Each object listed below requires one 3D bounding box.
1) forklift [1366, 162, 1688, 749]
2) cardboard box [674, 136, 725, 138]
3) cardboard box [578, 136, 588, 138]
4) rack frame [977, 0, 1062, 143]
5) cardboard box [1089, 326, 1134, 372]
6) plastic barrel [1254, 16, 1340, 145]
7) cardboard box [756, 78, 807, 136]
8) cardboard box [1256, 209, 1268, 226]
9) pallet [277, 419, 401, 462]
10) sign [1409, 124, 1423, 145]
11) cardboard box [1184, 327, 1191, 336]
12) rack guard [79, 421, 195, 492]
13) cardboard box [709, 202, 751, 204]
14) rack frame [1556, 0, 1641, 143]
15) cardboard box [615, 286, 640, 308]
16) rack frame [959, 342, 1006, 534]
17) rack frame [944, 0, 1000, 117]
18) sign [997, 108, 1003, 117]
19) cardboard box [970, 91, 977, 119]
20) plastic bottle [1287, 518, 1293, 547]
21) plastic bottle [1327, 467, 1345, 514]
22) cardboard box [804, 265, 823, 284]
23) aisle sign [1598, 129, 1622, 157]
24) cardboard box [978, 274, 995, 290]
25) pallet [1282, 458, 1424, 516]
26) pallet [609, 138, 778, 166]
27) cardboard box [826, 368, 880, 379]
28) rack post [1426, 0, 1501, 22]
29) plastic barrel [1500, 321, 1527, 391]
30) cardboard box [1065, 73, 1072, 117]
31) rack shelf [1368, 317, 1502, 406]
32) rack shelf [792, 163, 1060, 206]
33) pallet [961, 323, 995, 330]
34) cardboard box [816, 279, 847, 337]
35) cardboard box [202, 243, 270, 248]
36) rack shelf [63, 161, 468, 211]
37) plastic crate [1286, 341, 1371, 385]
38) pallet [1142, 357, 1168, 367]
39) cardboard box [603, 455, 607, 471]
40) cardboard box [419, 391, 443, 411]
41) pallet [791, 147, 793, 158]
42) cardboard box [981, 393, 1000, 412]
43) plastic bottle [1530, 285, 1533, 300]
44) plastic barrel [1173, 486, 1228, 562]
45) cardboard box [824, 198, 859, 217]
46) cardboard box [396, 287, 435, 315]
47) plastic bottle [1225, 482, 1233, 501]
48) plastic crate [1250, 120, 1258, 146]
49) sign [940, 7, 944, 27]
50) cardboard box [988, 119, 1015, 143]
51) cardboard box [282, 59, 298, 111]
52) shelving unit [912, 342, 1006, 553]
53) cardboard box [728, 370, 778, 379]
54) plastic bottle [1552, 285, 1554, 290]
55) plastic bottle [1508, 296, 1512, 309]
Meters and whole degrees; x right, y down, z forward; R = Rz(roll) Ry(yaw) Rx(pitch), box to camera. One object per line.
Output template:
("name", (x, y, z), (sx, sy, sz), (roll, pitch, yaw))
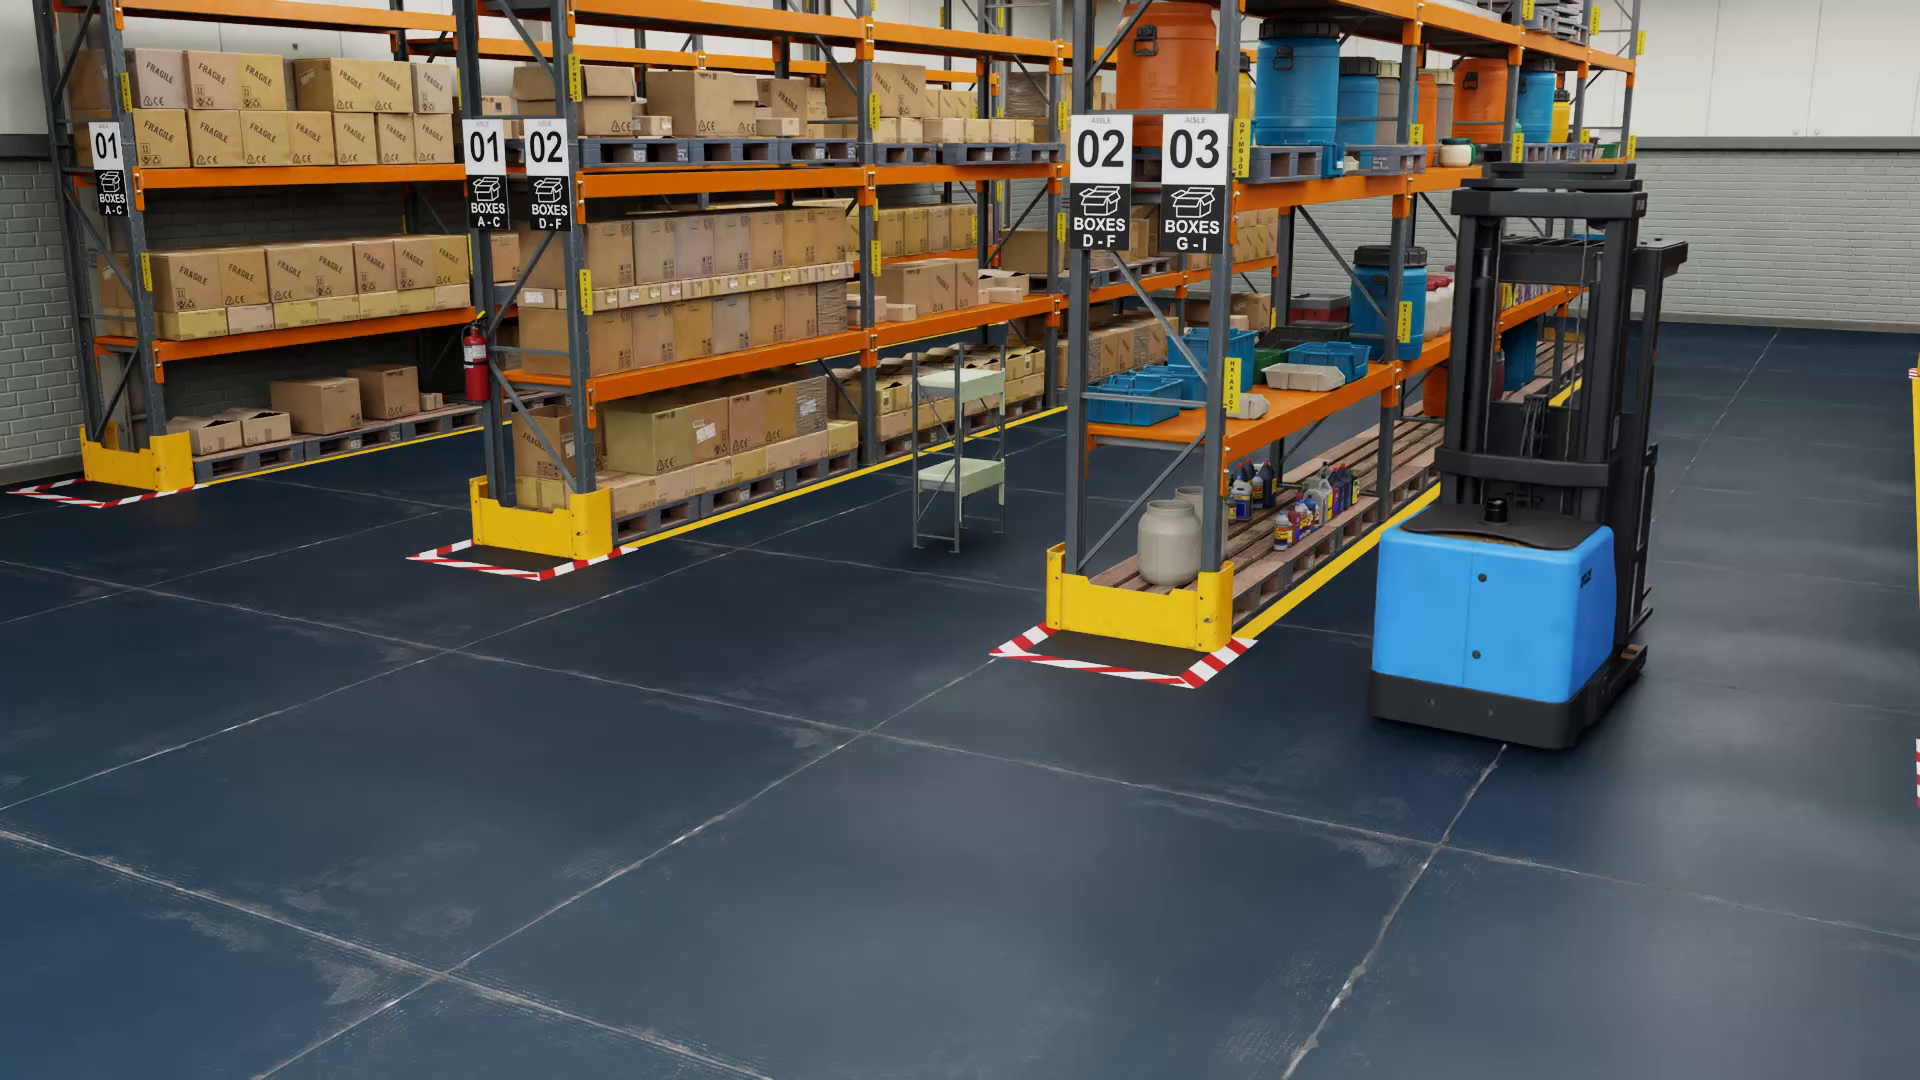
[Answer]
("forklift", (3.401, -0.658, 9.510), (1.130, 2.935, 3.031), (9, 16, 32))
("cardboard box", (-3.494, -5.434, 21.621), (0.700, 0.500, 0.500), (6, 15, 24))
("cardboard box", (-4.677, -4.856, 19.265), (0.500, 0.500, 0.500), (7, 15, 26))
("rack frame", (0.664, -5.965, 18.576), (1.000, 3.000, 0.127), (7, 15, 28))
("cardboard box", (1.877, -2.426, 21.093), (0.500, 0.500, 0.500), (7, 15, 26))
("plastic barrel", (2.490, -3.380, 12.288), (0.600, 0.901, 0.708), (7, 15, 28))
("cardboard box", (-1.744, -3.934, 15.142), (0.500, 0.500, 0.500), (9, 16, 33))
("cardboard box", (4.314, -4.998, 25.020), (0.500, 0.500, 0.500), (8, 16, 30))
("pallet", (-6.490, -1.040, 16.897), (1.003, 0.211, 1.213), (7, 15, 28))
("sign", (3.541, -3.064, 12.924), (0.100, 0.325, 0.005), (7, 15, 28))
("cardboard box", (2.990, -2.838, 23.202), (0.500, 0.311, 0.500), (7, 15, 28))
("rack guard", (-7.504, -0.768, 15.154), (1.175, 0.500, 0.348), (7, 15, 28))
("cardboard box", (-3.177, -4.510, 22.849), (0.500, 0.250, 0.500), (7, 15, 27))
("rack frame", (8.866, -7.044, 23.053), (1.000, 3.000, 0.127), (7, 15, 28))
("cardboard box", (-2.700, -1.882, 12.842), (0.380, 0.149, 0.250), (7, 15, 27))
("rack frame", (0.174, -0.803, 13.164), (0.400, 1.500, 0.023), (7, 15, 28))
("rack frame", (0.194, -8.167, 27.709), (1.000, 3.000, 0.127), (7, 15, 28))
("sign", (0.662, -7.036, 27.699), (0.100, 0.325, 0.005), (7, 15, 28))
("cardboard box", (0.079, -7.072, 27.178), (0.500, 0.500, 0.500), (7, 15, 28))
("plastic bottle", (2.331, -0.057, 11.901), (0.097, 0.201, 0.097), (0, 14, 0))
("plastic bottle", (2.913, -0.388, 12.956), (0.144, 0.351, 0.185), (7, 15, 25))
("cardboard box", (-1.459, -2.407, 15.022), (0.380, 0.149, 0.250), (7, 15, 26))
("aisle sign", (9.157, -5.373, 23.375), (0.394, 0.787, 0.004), (7, 15, 28))
("cardboard box", (0.062, -2.844, 18.620), (0.500, 0.311, 0.500), (7, 15, 27))
("pallet", (3.411, -0.476, 14.558), (1.003, 0.211, 1.213), (7, 15, 28))
("pallet", (-2.250, -3.216, 13.762), (1.003, 0.211, 1.213), (7, 15, 28))
("cardboard box", (-1.078, -1.591, 17.008), (0.500, 0.311, 0.500), (8, 16, 30))
("rack post", (3.942, -5.093, 14.534), (1.013, 1.000, 3.121), (7, 15, 28))
("plastic barrel", (6.312, -2.236, 19.491), (0.600, 0.901, 0.708), (7, 15, 28))
("cardboard box", (1.127, -5.235, 19.601), (0.500, 0.500, 0.500), (7, 15, 28))
("rack shelf", (4.032, -1.727, 15.331), (1.077, 0.370, 4.000), (7, 15, 28))
("rack shelf", (-0.302, -3.747, 17.310), (1.077, 0.370, 4.000), (7, 15, 28))
("pallet", (-0.124, -3.722, 28.022), (1.003, 0.211, 1.213), (7, 15, 28))
("cardboard box", (-1.478, -2.185, 15.483), (0.700, 0.500, 0.500), (7, 15, 27))
("cardboard box", (-7.001, -2.599, 16.090), (0.500, 0.500, 0.500), (7, 15, 27))
("rack shelf", (-6.574, -3.487, 16.231), (1.077, 0.370, 4.000), (7, 15, 28))
("plastic crate", (2.768, -1.336, 12.492), (0.499, 0.251, 0.616), (7, 15, 28))
("pallet", (2.238, -2.343, 22.300), (1.003, 0.211, 1.213), (7, 15, 28))
("cardboard box", (-2.971, -0.522, 13.771), (0.500, 0.250, 0.500), (7, 15, 28))
("cardboard box", (-5.840, -1.512, 18.011), (0.380, 0.166, 0.250), (5, 15, 21))
("pallet", (-2.871, -5.343, 22.801), (1.003, 0.211, 1.213), (8, 16, 31))
("cardboard box", (0.132, -1.572, 18.123), (0.500, 0.250, 0.500), (8, 16, 29))
("plastic bottle", (6.395, -2.813, 18.725), (0.097, 0.201, 0.097), (0, 14, 0))
("plastic barrel", (1.625, -0.087, 11.405), (0.421, 0.512, 0.421), (0, 14, 0))
("cardboard box", (-1.742, -4.873, 24.354), (0.500, 0.250, 0.500), (8, 16, 29))
("cardboard box", (-5.819, -2.493, 17.250), (0.500, 0.250, 0.500), (7, 15, 28))
("plastic bottle", (2.015, -0.348, 12.789), (0.144, 0.351, 0.185), (7, 15, 28))
("plastic crate", (1.790, -2.721, 11.555), (0.392, 0.384, 0.575), (7, 15, 28))
("sign", (-0.289, -8.762, 27.847), (0.100, 0.325, 0.005), (7, 15, 28))
("cardboard box", (0.257, -4.429, 18.029), (0.500, 0.250, 0.500), (8, 16, 30))
("cardboard box", (-6.800, -4.403, 16.106), (0.500, 0.500, 0.500), (7, 15, 28))
("shelving unit", (-0.003, -0.728, 12.852), (0.431, 1.500, 0.755), (7, 15, 28))
("cardboard box", (-2.002, -1.297, 15.384), (0.500, 0.500, 0.500), (7, 15, 28))
("plastic bottle", (7.025, -3.130, 19.880), (0.152, 0.276, 0.135), (7, 15, 28))
("plastic bottle", (5.819, -2.599, 17.665), (0.061, 0.283, 0.133), (7, 15, 28))
